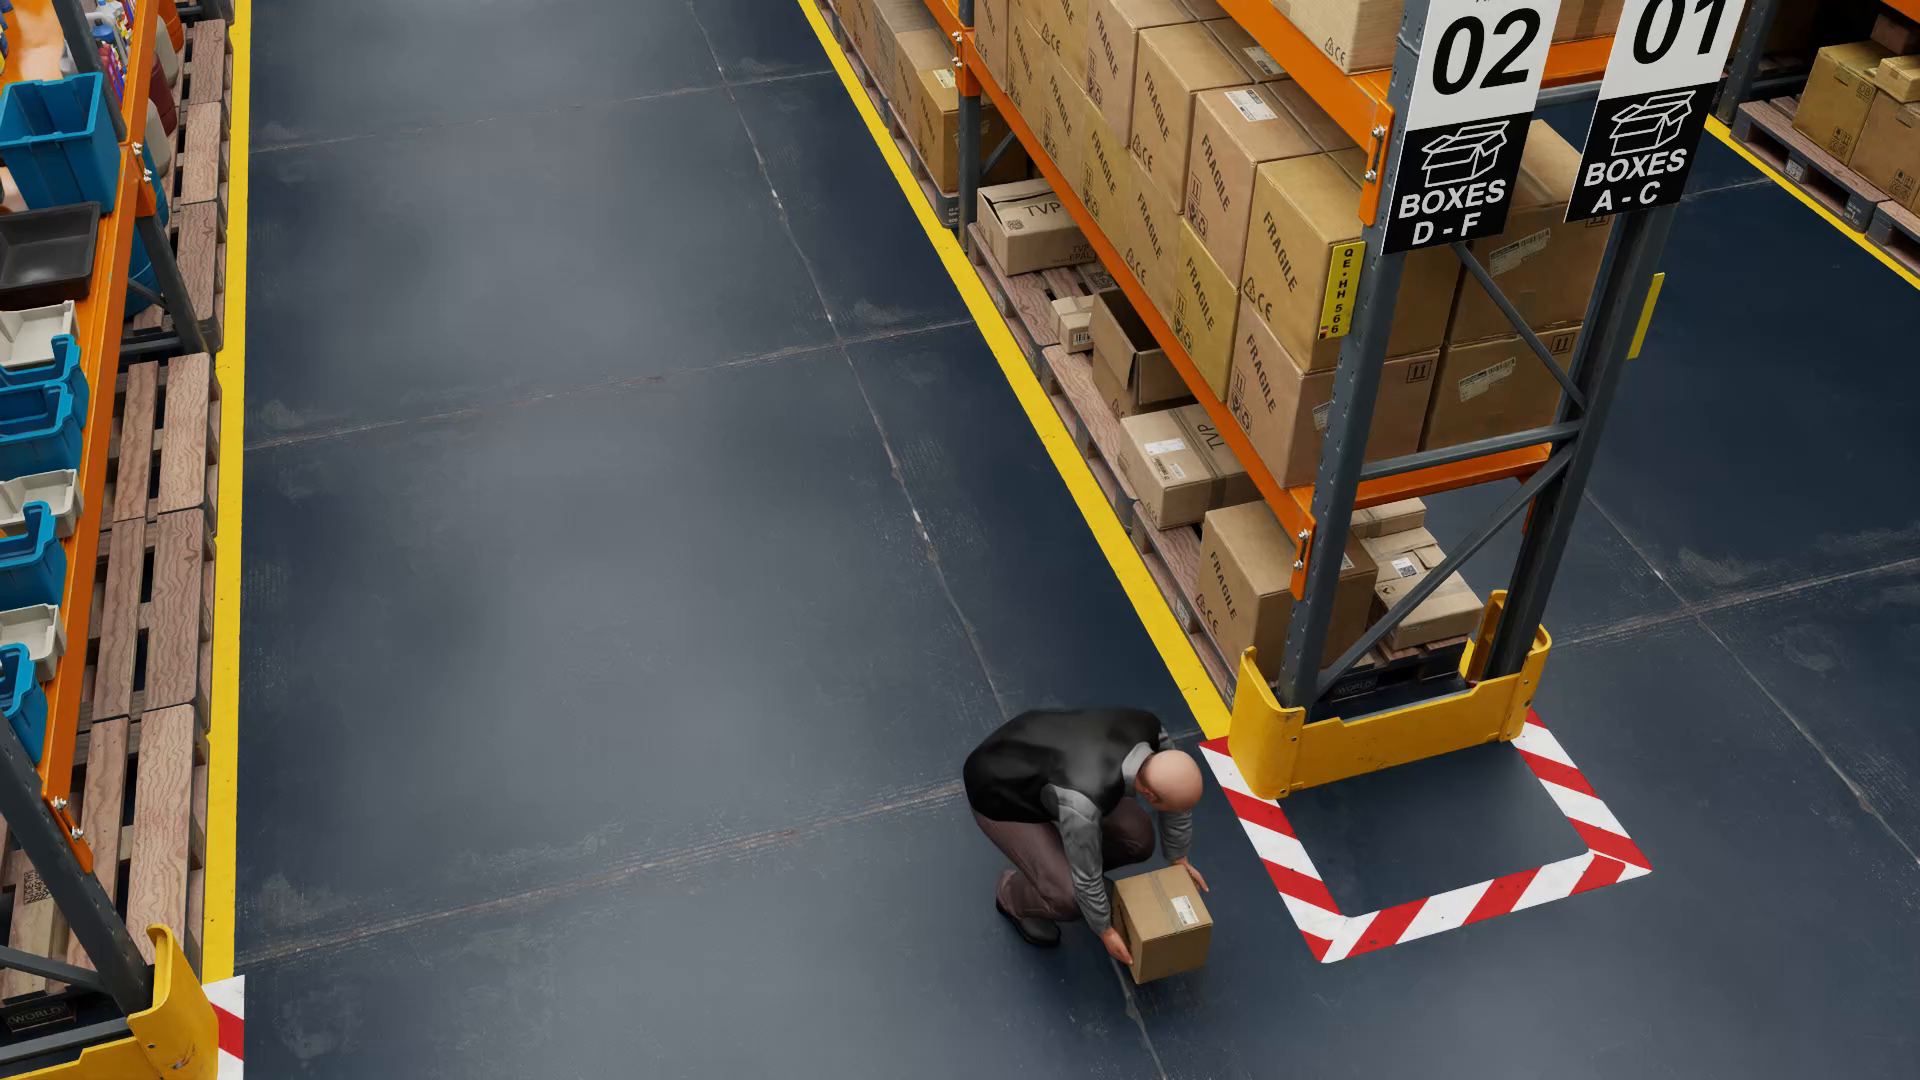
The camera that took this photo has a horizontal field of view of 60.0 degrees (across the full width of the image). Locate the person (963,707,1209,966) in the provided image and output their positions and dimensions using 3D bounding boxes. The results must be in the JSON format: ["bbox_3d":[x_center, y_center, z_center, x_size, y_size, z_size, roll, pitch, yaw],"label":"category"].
[{"bbox_3d":[0.426,0.933,5.637,0.553,1.062,0.829,-33,51,-31],"label":"person"}]
